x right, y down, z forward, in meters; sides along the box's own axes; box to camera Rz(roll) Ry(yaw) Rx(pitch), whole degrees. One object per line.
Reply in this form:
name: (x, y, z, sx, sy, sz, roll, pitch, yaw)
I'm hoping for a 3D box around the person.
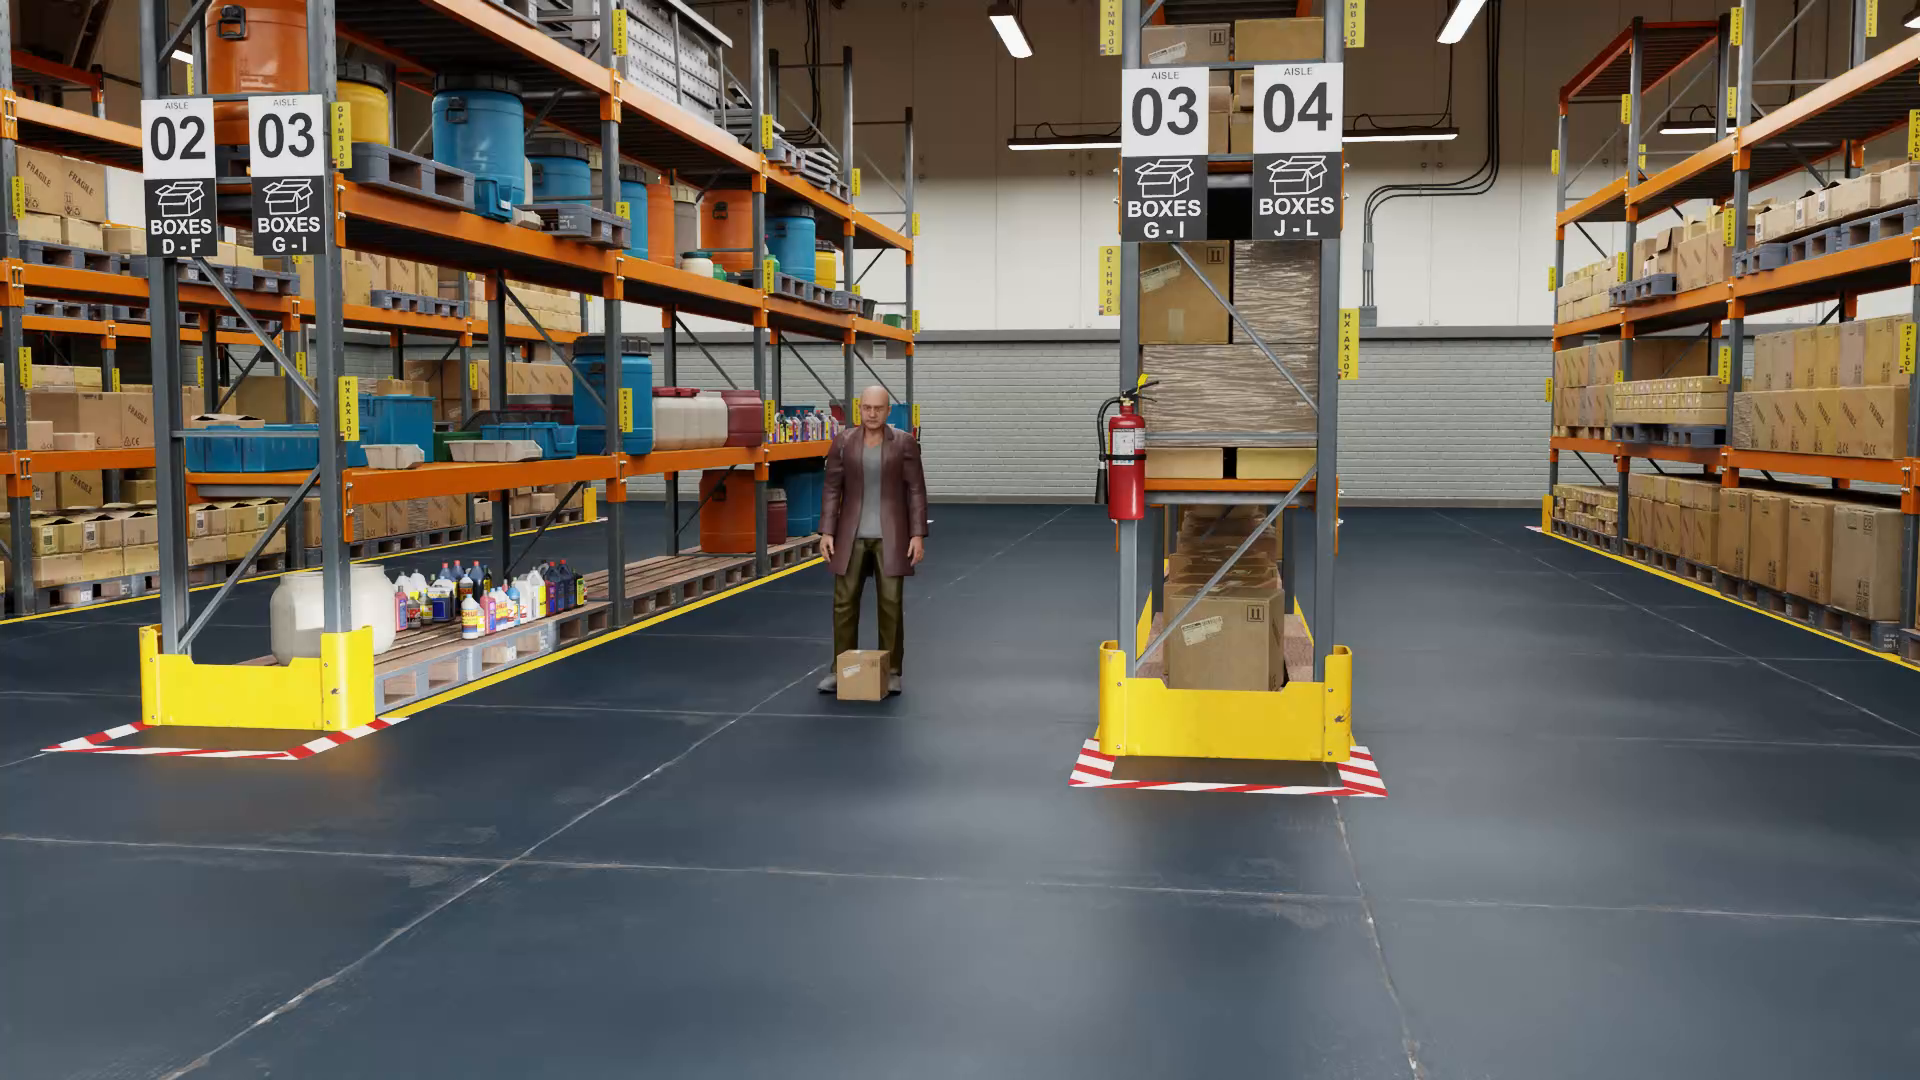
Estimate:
person: (-0.506, -0.008, 9.686, 0.654, 1.774, 0.420, 0, 4, 6)
